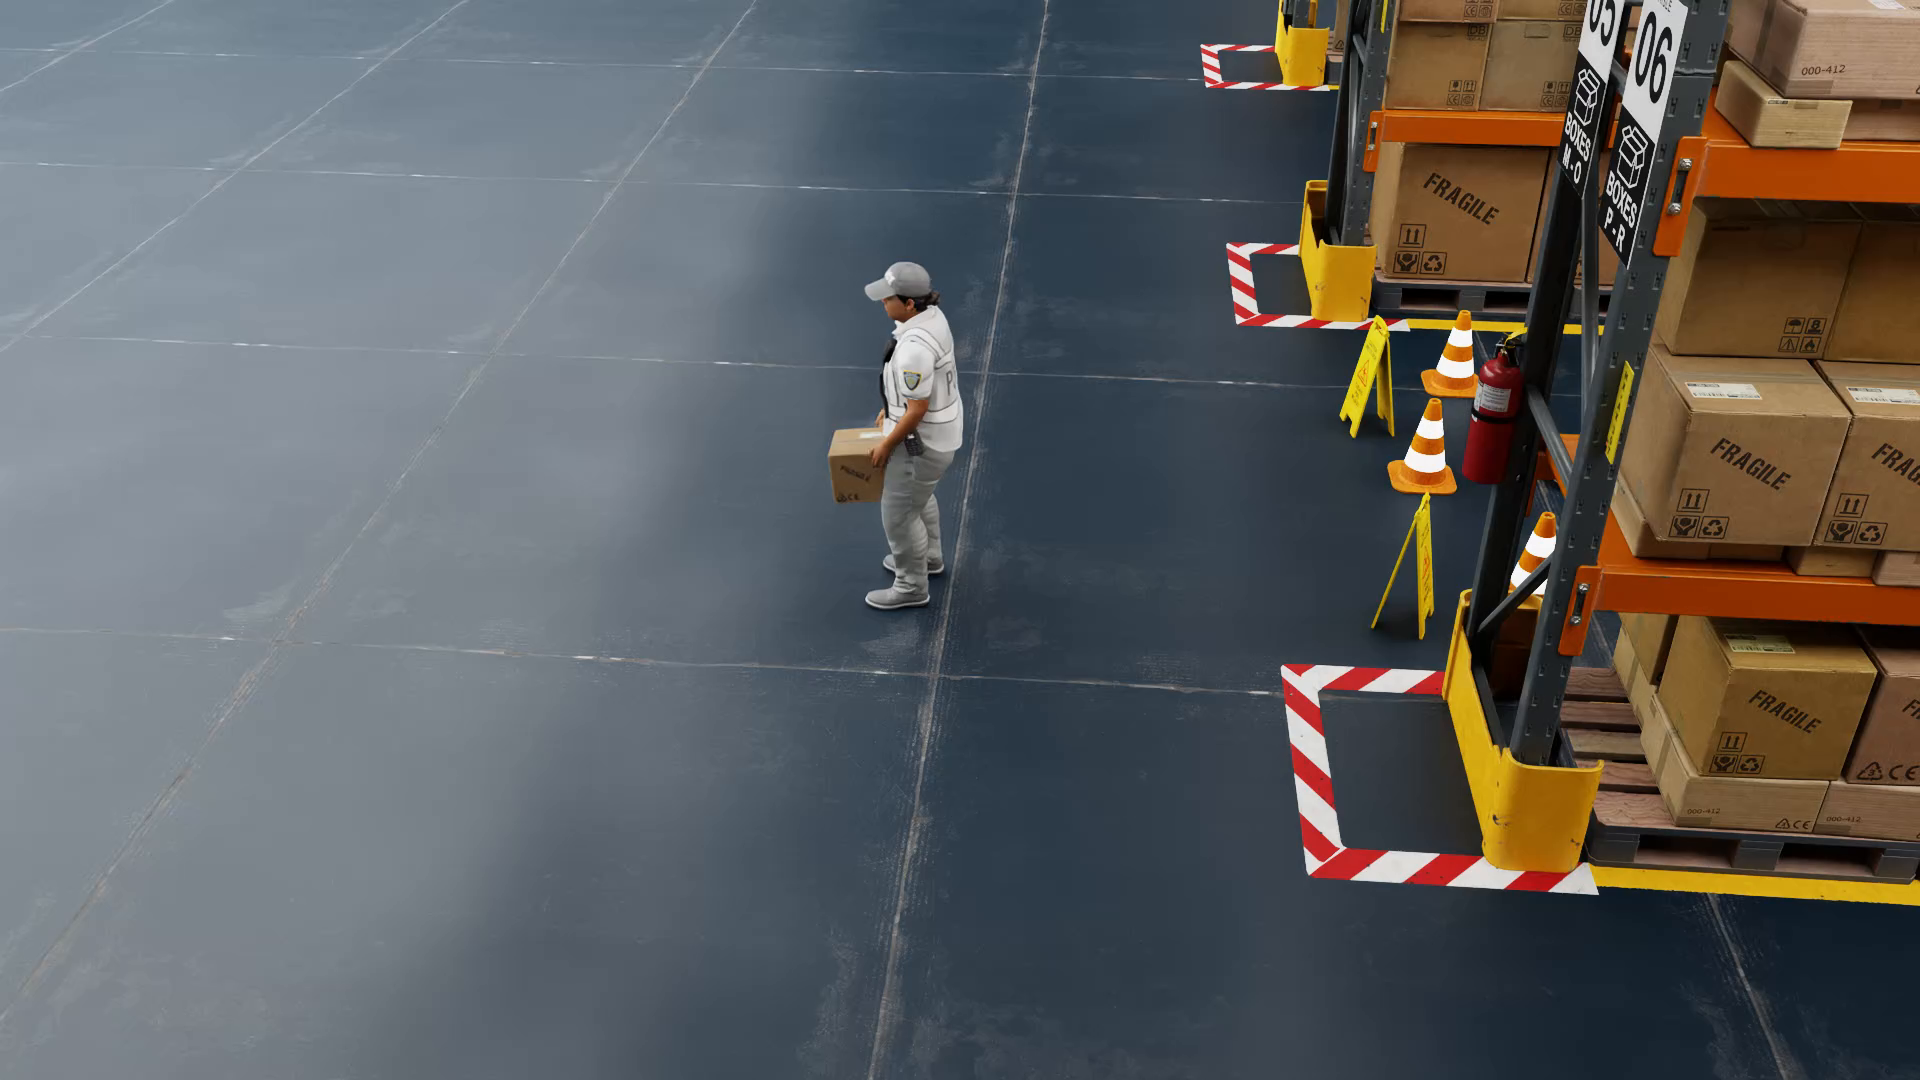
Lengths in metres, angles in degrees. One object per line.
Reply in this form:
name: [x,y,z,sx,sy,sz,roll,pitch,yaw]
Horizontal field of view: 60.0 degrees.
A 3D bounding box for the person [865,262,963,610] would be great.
person: [-0.211,-0.472,7.480,0.451,1.672,0.512,2,32,3]
